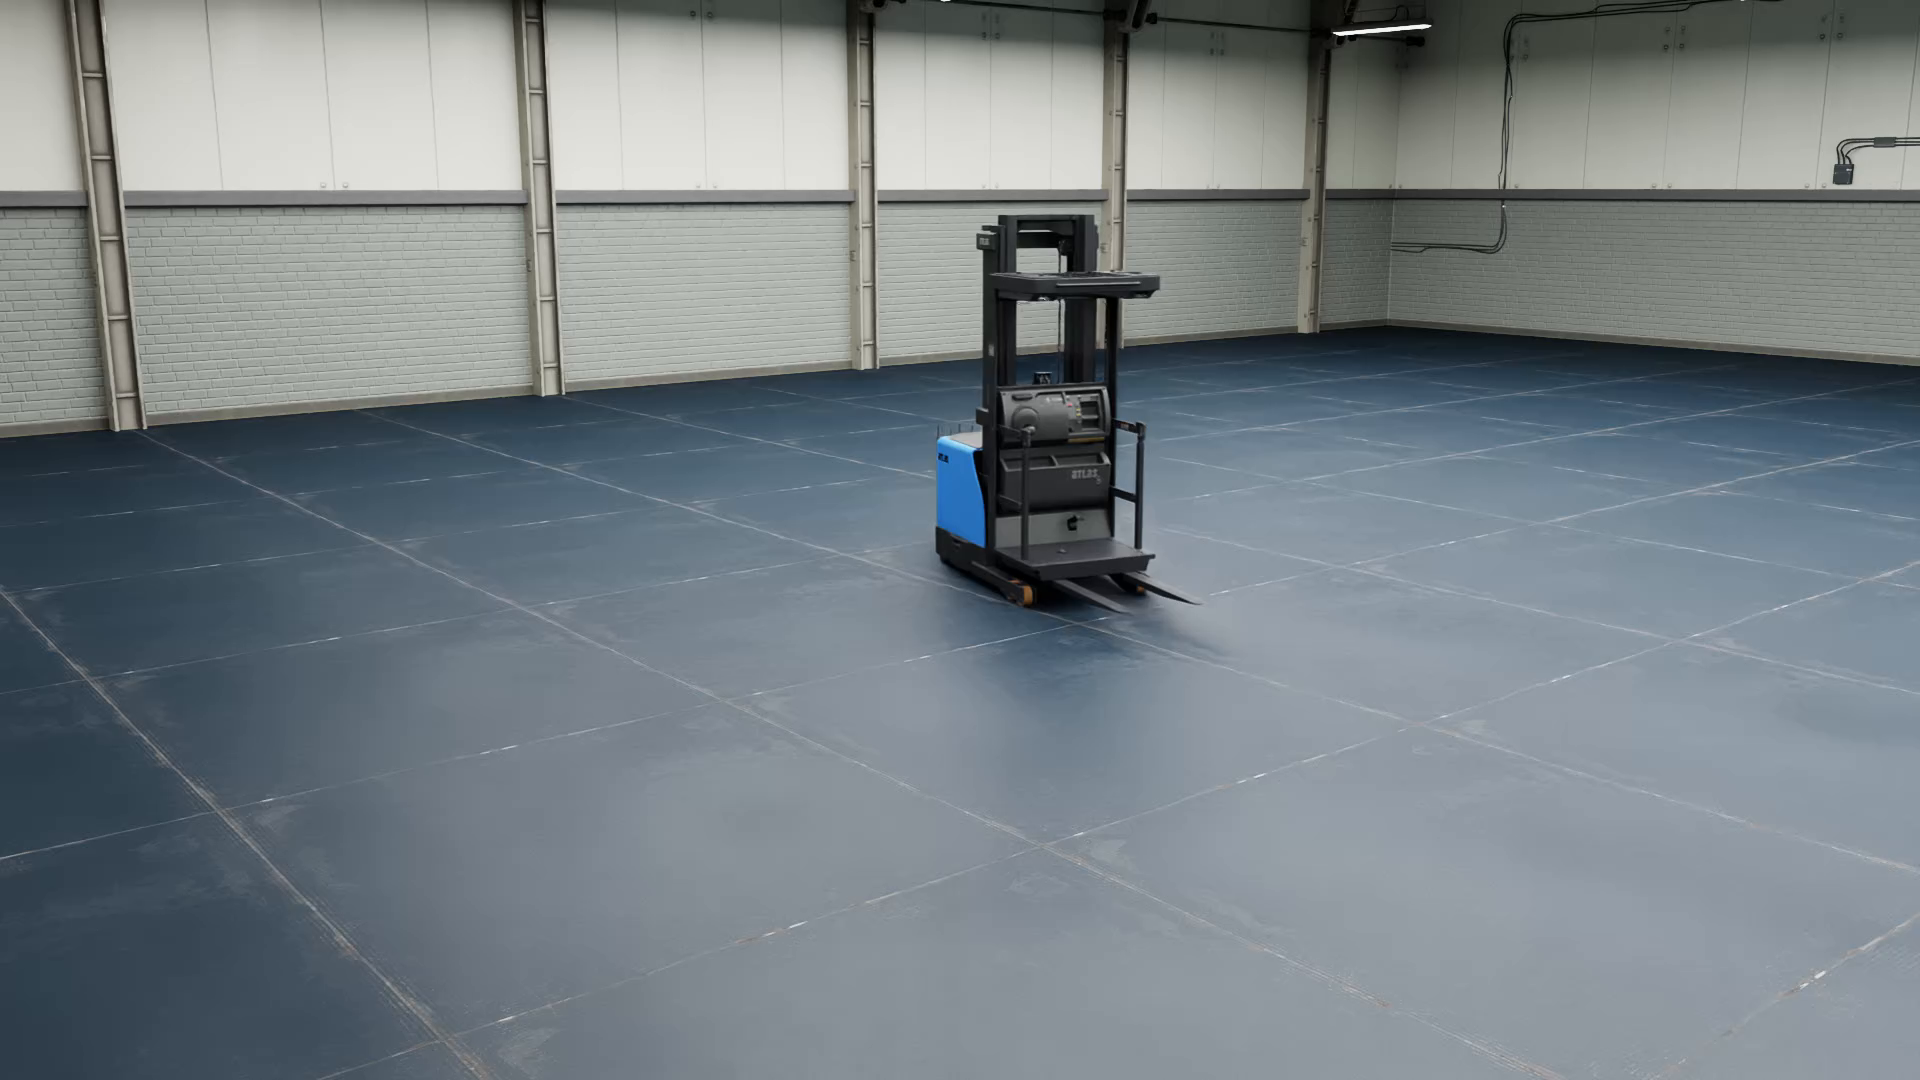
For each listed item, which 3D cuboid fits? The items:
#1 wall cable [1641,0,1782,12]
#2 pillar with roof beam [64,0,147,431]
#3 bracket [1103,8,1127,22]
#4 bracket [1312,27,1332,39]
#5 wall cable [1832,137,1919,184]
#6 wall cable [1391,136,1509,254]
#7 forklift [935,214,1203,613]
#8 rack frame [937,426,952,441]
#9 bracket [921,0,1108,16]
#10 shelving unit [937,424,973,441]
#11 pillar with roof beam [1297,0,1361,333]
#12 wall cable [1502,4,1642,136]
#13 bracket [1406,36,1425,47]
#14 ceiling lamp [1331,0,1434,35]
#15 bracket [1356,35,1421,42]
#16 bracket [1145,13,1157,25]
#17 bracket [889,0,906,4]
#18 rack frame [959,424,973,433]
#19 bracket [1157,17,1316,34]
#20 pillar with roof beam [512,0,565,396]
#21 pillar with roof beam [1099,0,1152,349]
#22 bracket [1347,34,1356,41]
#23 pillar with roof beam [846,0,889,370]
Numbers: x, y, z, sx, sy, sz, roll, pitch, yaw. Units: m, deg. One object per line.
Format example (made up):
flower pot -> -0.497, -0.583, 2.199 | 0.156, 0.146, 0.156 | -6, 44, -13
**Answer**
wall cable -> 14.443, -11.398, 31.506 | 0.112, 2.526, 3.097 | -9, 15, -38
pillar with roof beam -> -8.358, -5.182, 17.866 | 0.400, 9.000, 9.100 | -9, 15, -38
bracket -> 2.906, -9.865, 31.255 | 0.430, 0.232, 0.235 | -9, 15, -38
bracket -> 7.591, -10.643, 34.922 | 0.430, 0.232, 0.235 | -9, 15, -38
wall cable -> 16.738, -9.284, 28.997 | 0.169, 6.003, 2.305 | -9, 15, -38
wall cable -> 10.820, -7.643, 36.933 | 0.112, 2.526, 3.097 | -9, 15, -38
forklift -> 0.840, -1.023, 12.891 | 1.130, 2.935, 3.031 | -5, 13, -23
rack frame -> -0.137, -0.491, 14.912 | 0.008, 1.050, 0.200 | -9, 15, -38
bracket -> 0.894, -9.531, 29.681 | 4.783, 0.066, 0.076 | -9, 15, -38
shelving unit -> -0.042, -0.507, 14.987 | 0.252, 1.050, 0.215 | -9, 15, -38
pillar with roof beam -> 10.383, -8.296, 32.532 | 0.548, 9.000, 9.100 | -9, 15, -38
wall cable -> 12.510, -9.675, 34.342 | 0.112, 2.526, 3.097 | -9, 15, -38
bracket -> 10.090, -11.059, 36.877 | 0.430, 0.232, 0.235 | -9, 15, -38
ceiling lamp -> 7.643, -10.578, 29.225 | 0.800, 3.185, 2.000 | -9, 15, -38
bracket -> 9.629, -10.982, 36.517 | 3.189, 0.066, 0.076 | -9, 15, -38
bracket -> 3.554, -9.973, 31.763 | 0.430, 0.232, 0.235 | -9, 15, -38
bracket -> -1.131, -9.194, 28.096 | 0.430, 0.232, 0.235 | -9, 15, -38
rack frame -> 0.053, -0.522, 15.062 | 0.008, 1.050, 0.200 | -9, 15, -38
bracket -> 5.579, -10.309, 33.348 | 4.783, 0.066, 0.076 | -9, 15, -38
pillar with roof beam -> -3.672, -5.960, 21.533 | 0.400, 9.000, 9.100 | -9, 15, -38
pillar with roof beam -> 5.698, -7.517, 28.866 | 0.548, 9.000, 9.100 | -9, 15, -38
bracket -> 8.239, -10.751, 35.429 | 0.430, 0.232, 0.235 | -9, 15, -38
pillar with roof beam -> 1.013, -6.739, 25.199 | 0.548, 9.000, 9.100 | -9, 15, -38
